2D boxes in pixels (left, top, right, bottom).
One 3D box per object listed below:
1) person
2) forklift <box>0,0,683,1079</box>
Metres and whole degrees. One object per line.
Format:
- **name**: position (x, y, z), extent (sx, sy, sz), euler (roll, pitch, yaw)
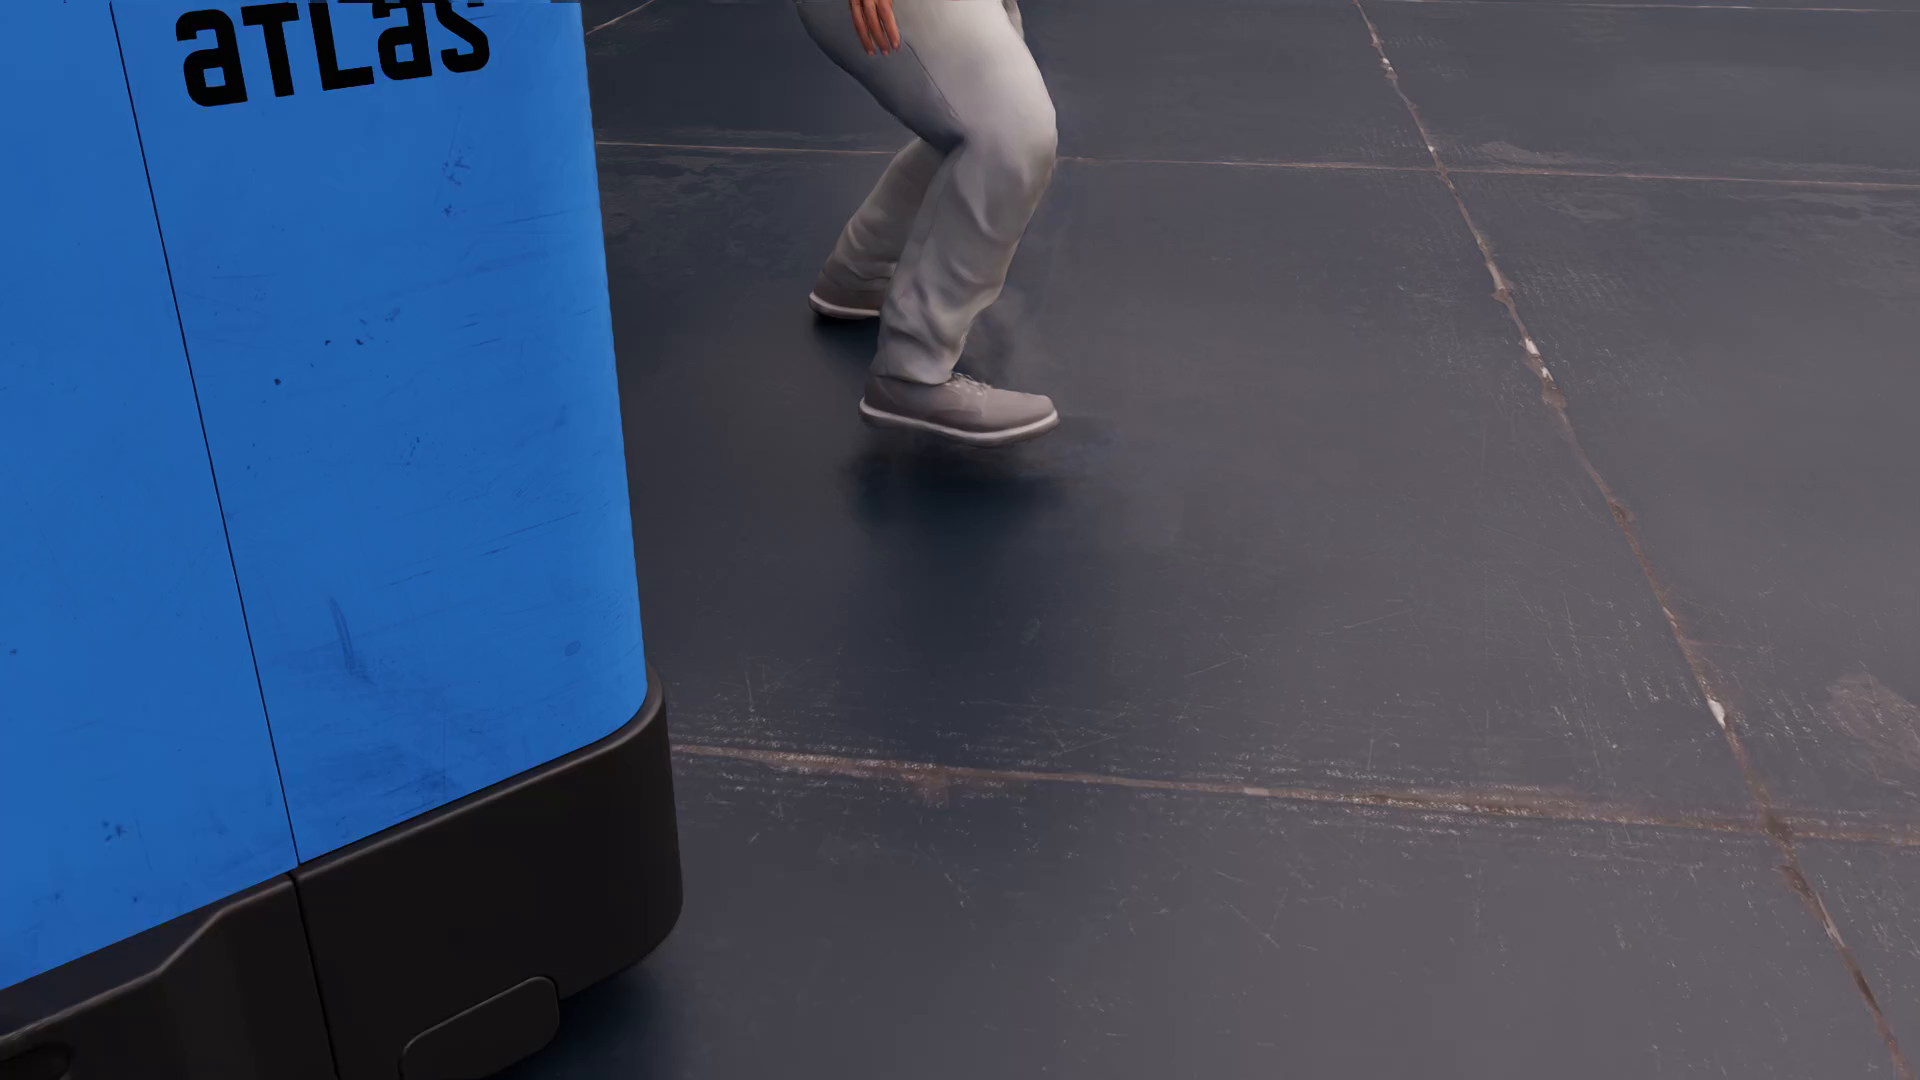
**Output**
- **person**: position (-0.043, -1.021, 2.798), extent (0.721, 1.628, 0.971), euler (10, 28, 20)
- **forklift**: position (-1.711, -0.613, 0.445), extent (3.031, 2.935, 1.130), euler (-21, 34, -36)
